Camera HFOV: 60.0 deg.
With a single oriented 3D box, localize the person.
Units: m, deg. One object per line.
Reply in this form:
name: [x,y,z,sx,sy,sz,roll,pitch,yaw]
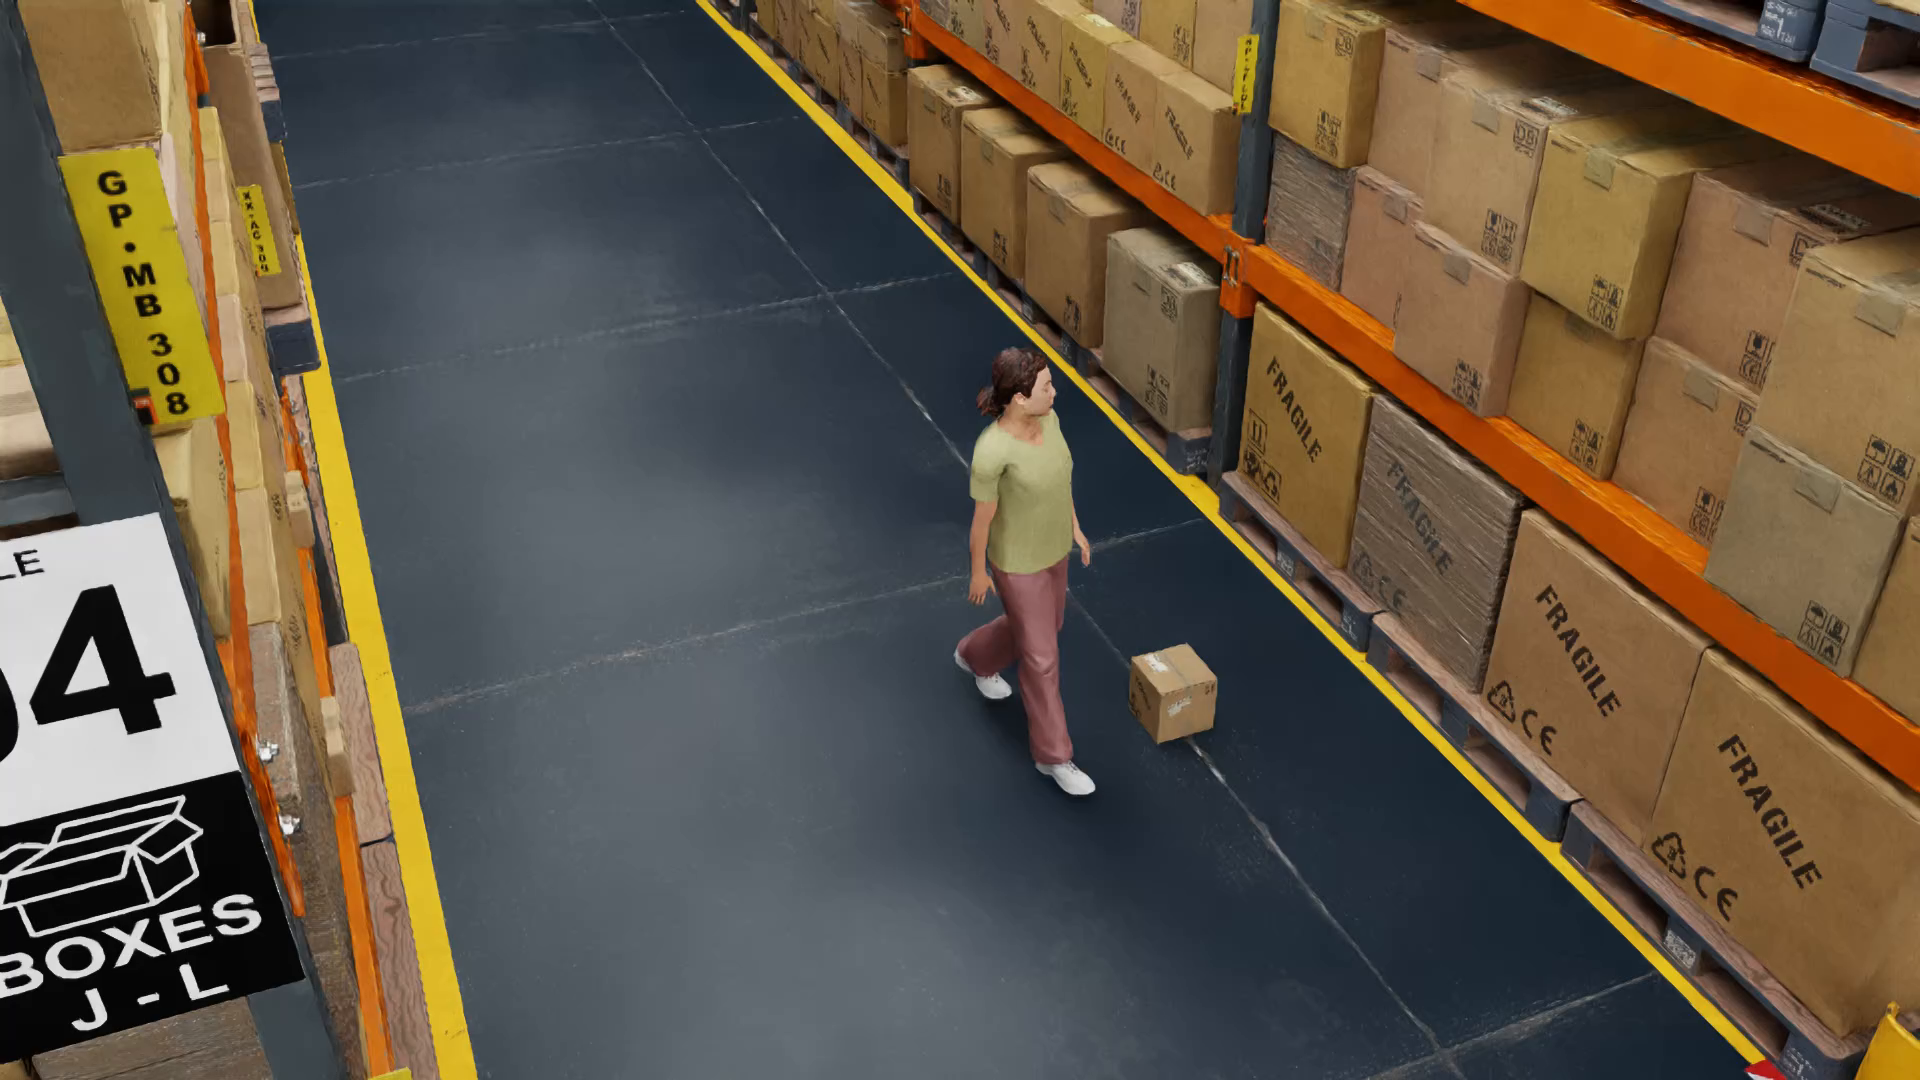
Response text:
person: [0.274,0.058,6.065,0.856,1.641,0.466,23,40,31]
